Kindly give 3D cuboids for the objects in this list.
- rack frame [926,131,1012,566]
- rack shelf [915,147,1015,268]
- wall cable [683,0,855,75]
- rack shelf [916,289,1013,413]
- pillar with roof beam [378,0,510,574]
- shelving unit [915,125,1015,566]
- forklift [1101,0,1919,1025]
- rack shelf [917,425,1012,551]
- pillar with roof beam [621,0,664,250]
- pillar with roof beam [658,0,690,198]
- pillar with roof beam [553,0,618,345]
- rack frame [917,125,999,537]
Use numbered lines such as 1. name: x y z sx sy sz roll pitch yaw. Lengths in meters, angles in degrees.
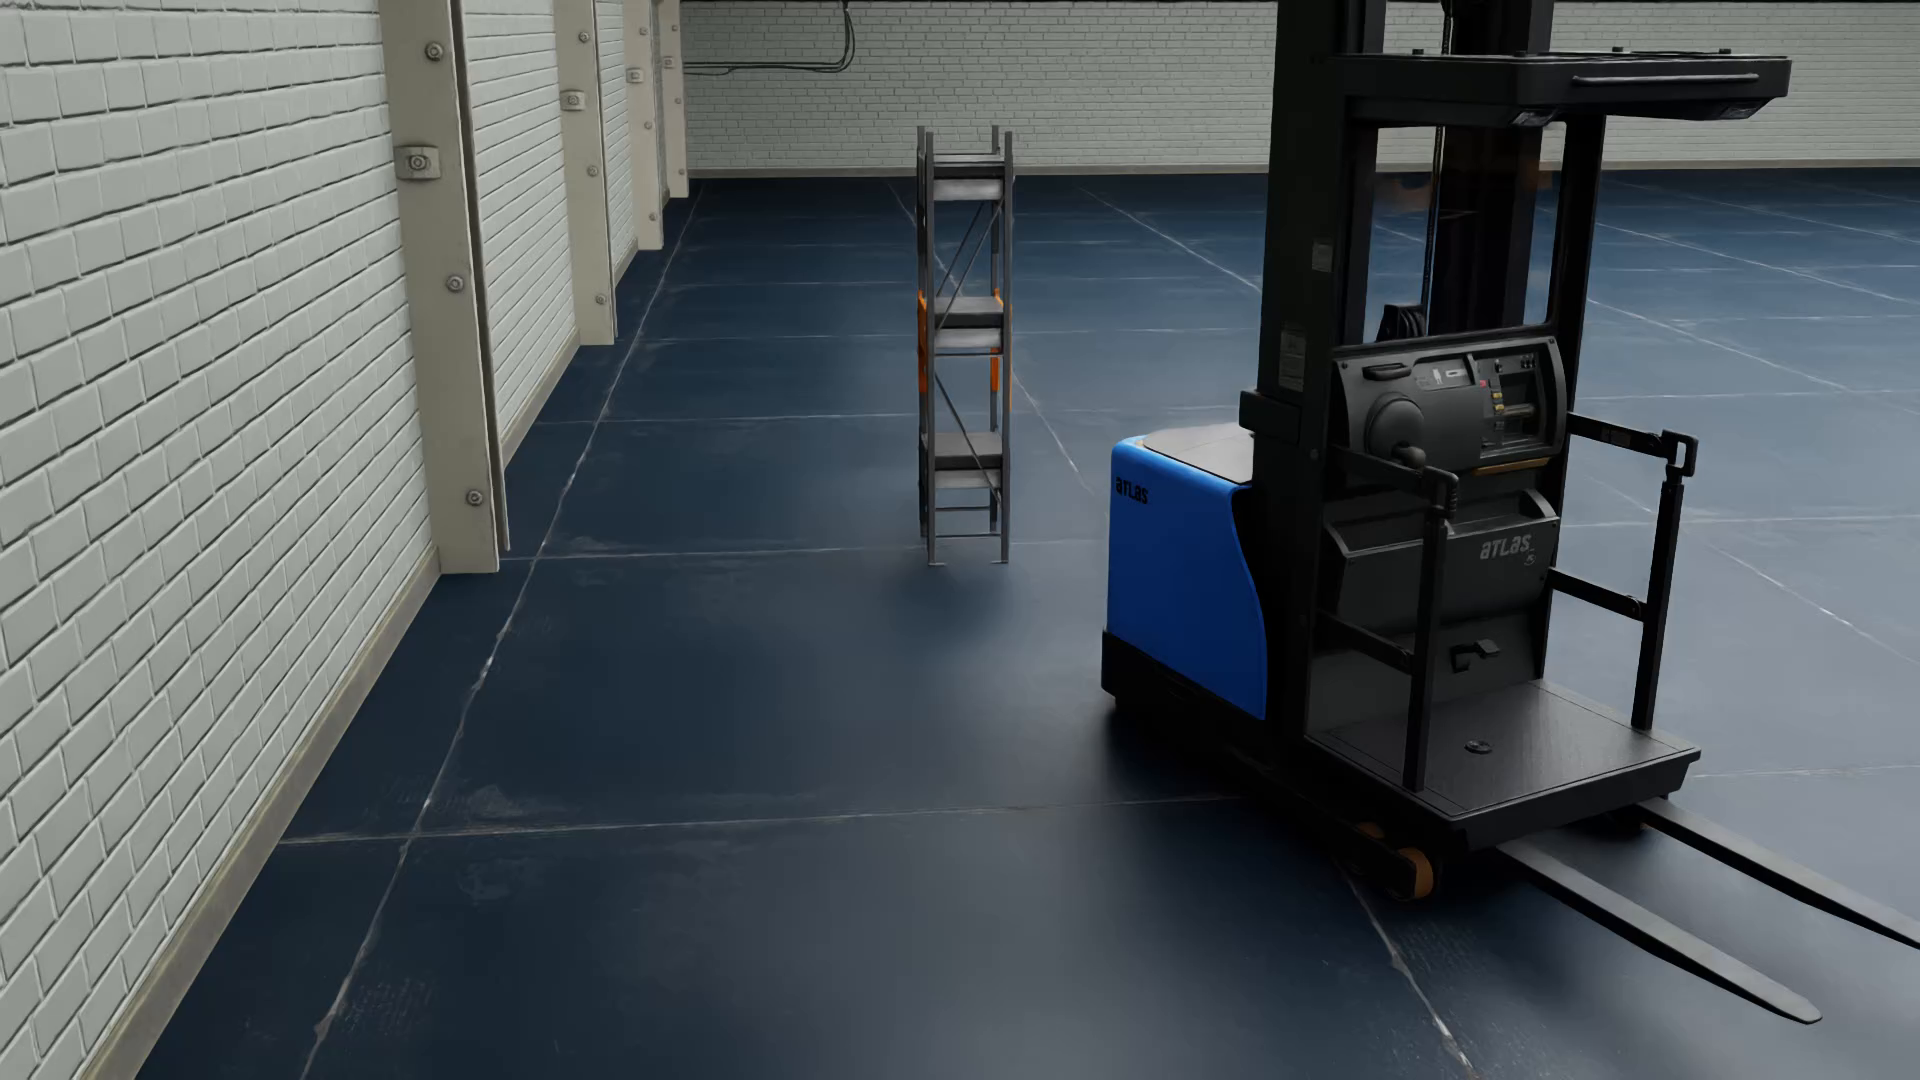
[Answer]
1. rack frame: 0.042 -0.880 7.974 0.400 2.100 0.015 -2 18 -6
2. rack shelf: 0.017 -1.607 8.000 0.431 0.518 0.480 -2 18 -6
3. wall cable: -3.292 -8.990 27.474 3.097 2.526 0.112 -2 18 -6
4. rack shelf: 0.017 -0.939 8.210 0.431 0.518 0.480 -2 18 -6
5. pillar with roof beam: 1.835 -4.323 7.425 9.100 9.000 0.400 -2 18 -6
6. shelving unit: 0.017 -0.952 8.205 0.431 2.100 0.503 -2 18 -6
7. forklift: 1.691 -0.436 5.173 1.130 2.935 3.031 -9 20 -26
8. rack shelf: 0.017 -0.272 8.419 0.431 0.518 0.480 -2 18 -6
9. pillar with roof beam: 0.598 -7.899 18.813 9.100 9.000 0.400 -2 18 -6
10. pillar with roof beam: -0.021 -9.686 24.507 9.100 9.000 0.400 -2 18 -6
11. pillar with roof beam: 1.217 -6.111 13.119 9.100 9.000 0.400 -2 18 -6
12. rack frame: -0.008 -1.025 8.437 0.400 2.100 0.015 -2 18 -6
